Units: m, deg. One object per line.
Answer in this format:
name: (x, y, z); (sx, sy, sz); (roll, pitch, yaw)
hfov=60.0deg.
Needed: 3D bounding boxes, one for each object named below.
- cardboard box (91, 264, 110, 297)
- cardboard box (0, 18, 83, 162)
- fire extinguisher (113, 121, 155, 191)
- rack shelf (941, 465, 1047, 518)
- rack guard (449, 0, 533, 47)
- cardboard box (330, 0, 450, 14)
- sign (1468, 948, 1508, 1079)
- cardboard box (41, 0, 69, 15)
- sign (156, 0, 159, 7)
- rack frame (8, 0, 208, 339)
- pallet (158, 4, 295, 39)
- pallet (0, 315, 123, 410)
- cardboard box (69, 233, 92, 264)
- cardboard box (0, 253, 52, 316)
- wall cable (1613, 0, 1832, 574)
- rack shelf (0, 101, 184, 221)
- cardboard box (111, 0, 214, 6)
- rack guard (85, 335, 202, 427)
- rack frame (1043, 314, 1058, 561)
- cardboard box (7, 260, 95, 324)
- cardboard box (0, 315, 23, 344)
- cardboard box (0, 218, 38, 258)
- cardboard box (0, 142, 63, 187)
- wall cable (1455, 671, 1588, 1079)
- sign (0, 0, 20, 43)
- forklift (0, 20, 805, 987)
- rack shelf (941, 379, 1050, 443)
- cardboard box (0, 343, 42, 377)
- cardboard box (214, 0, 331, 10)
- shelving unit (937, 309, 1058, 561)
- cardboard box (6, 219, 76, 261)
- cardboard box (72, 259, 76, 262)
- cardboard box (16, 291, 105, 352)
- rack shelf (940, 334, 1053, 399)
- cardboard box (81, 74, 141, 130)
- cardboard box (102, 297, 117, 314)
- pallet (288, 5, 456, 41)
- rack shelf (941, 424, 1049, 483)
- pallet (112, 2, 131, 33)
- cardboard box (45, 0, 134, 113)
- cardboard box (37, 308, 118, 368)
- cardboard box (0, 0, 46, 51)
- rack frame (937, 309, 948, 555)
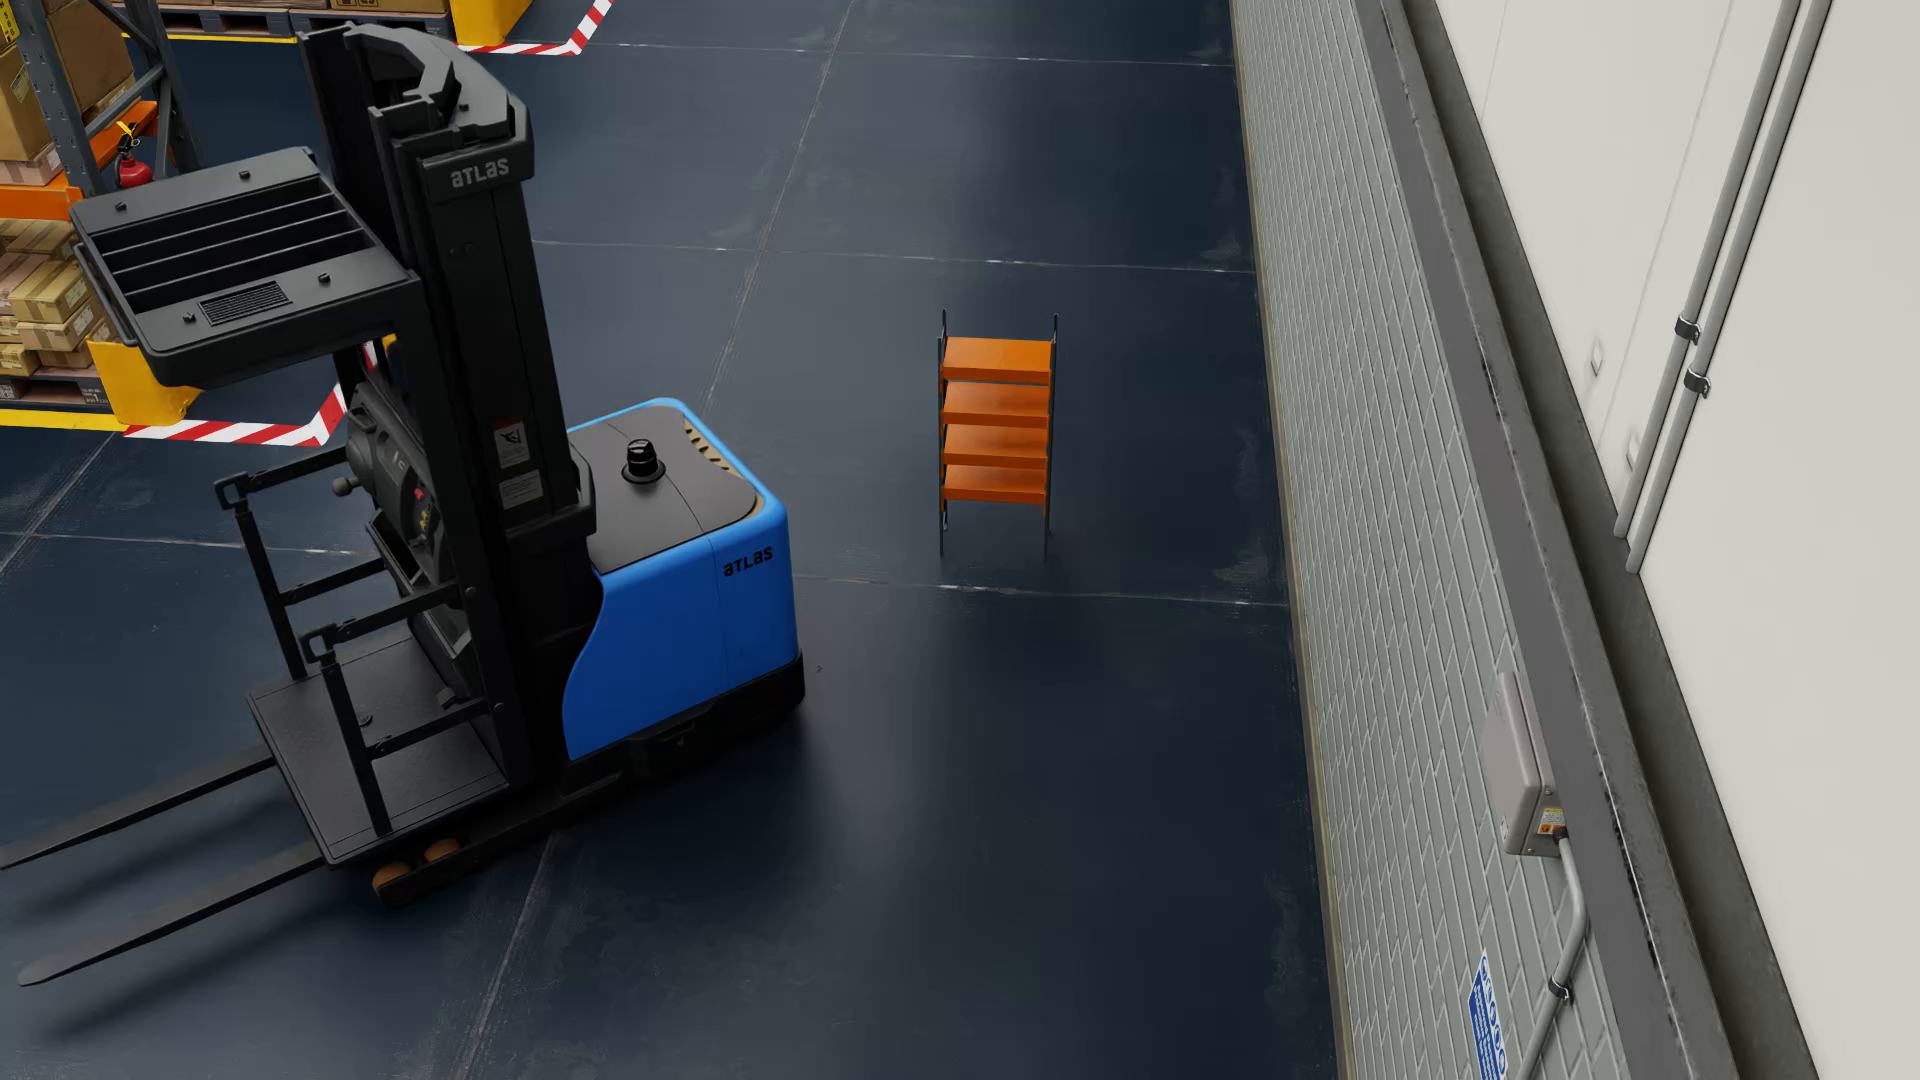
cardboard box: (-4.620, -1.485, 9.059); (0.250, 0.149, 0.380); (5, 39, 6)
cardboard box: (-4.590, -2.139, 7.858); (0.500, 0.500, 0.500); (4, 39, 5)
fire extinguisher: (-3.909, -1.644, 7.921); (0.183, 0.674, 0.296); (3, 39, 4)
rack shelf: (0.165, -0.250, 7.698); (0.480, 0.148, 0.258); (3, 39, 4)
rack guard: (-3.567, -4.266, 12.765); (0.348, 0.500, 1.175); (3, 39, 4)
cardboard box: (-4.236, -4.560, 12.497); (0.875, 0.875, 0.875); (3, 39, 4)
sign: (1.239, 1.157, 3.909); (0.001, 0.218, 0.327); (3, 39, 4)
cardboard box: (-4.544, -2.856, 7.946); (0.500, 0.500, 0.500); (3, 39, 4)
sign: (-4.073, -2.800, 8.298); (0.005, 0.325, 0.100); (3, 39, 4)
rack frame: (-4.120, -2.123, 8.152); (0.127, 3.000, 1.000); (3, 39, 4)
pallet: (-5.607, -4.218, 12.935); (1.213, 0.211, 1.003); (3, 39, 4)
pallet: (-5.002, -1.112, 9.119); (1.213, 0.211, 1.003); (3, 39, 4)
cardboard box: (-4.613, -1.653, 9.029); (0.250, 0.149, 0.380); (1, 39, 2)
cardboard box: (-4.915, -1.330, 8.633); (0.250, 0.149, 0.380); (4, 39, 5)
wall cable: (1.245, -1.198, 2.264); (0.029, 3.000, 0.463); (3, 39, 4)
rack shelf: (-6.112, -1.953, 8.513); (4.000, 0.370, 1.077); (3, 39, 4)
cardboard box: (-6.029, -4.658, 12.617); (0.875, 0.875, 0.875); (3, 39, 4)
rack guard: (-4.196, -1.157, 8.946); (0.348, 0.500, 1.175); (3, 39, 4)
rack frame: (0.408, -0.443, 7.514); (0.015, 1.200, 0.240); (3, 39, 4)
cardboard box: (-4.669, -1.280, 8.571); (0.250, 0.149, 0.380); (4, 39, 4)
cardboard box: (-4.926, -1.193, 8.700); (0.250, 0.149, 0.380); (2, 39, 3)
cardboard box: (-5.138, -1.687, 9.071); (0.250, 0.149, 0.380); (3, 39, 4)
cardboard box: (-4.469, -1.865, 8.035); (0.250, 0.149, 0.380); (3, 39, 4)
wall cable: (1.173, 0.882, 3.631); (0.123, 1.953, 0.585); (3, 39, 4)
sign: (-4.188, -2.346, 7.259); (0.005, 0.325, 0.100); (3, 39, 4)
forklift: (-2.157, -0.150, 5.783); (3.031, 2.935, 1.130); (-23, 45, -26)
rack shelf: (0.165, -0.578, 7.432); (0.480, 0.148, 0.258); (3, 39, 4)
cardboard box: (-4.927, -1.028, 8.733); (0.250, 0.149, 0.380); (4, 39, 5)
cardboard box: (-5.142, -4.610, 12.558); (0.875, 0.875, 0.875); (3, 39, 4)
shelving unit: (0.165, -0.456, 7.531); (0.503, 1.200, 0.258); (3, 39, 4)
cardboard box: (-4.898, -1.592, 8.955); (0.250, 0.149, 0.380); (4, 39, 5)
cardboard box: (-4.888, -1.536, 9.121); (0.250, 0.149, 0.380); (3, 39, 4)
cardboard box: (-4.670, -1.145, 8.641); (0.250, 0.149, 0.380); (2, 39, 3)
rack shelf: (0.165, -0.761, 7.283); (0.480, 0.148, 0.258); (3, 39, 4)
cardboard box: (-4.414, -2.249, 8.506); (0.250, 0.149, 0.380); (3, 39, 3)
cardboard box: (-4.614, -1.410, 9.202); (0.250, 0.149, 0.380); (4, 39, 5)
pallet: (-4.395, -4.149, 12.851); (1.213, 0.211, 1.003); (3, 39, 4)
rack shelf: (0.165, -0.404, 7.573); (0.480, 0.148, 0.258); (3, 39, 4)
pallet: (-6.825, -4.282, 13.014); (1.213, 0.211, 1.003); (3, 39, 4)
cardboard box: (-4.543, -2.475, 8.270); (0.500, 0.500, 0.500); (5, 39, 6)
cardboard box: (-4.662, -1.077, 8.794); (0.250, 0.149, 0.380); (4, 39, 5)
cardboard box: (-4.597, -2.533, 7.550); (0.500, 0.500, 0.500); (2, 39, 3)
rack frame: (-0.078, -0.470, 7.547); (0.015, 1.200, 0.240); (3, 39, 4)
